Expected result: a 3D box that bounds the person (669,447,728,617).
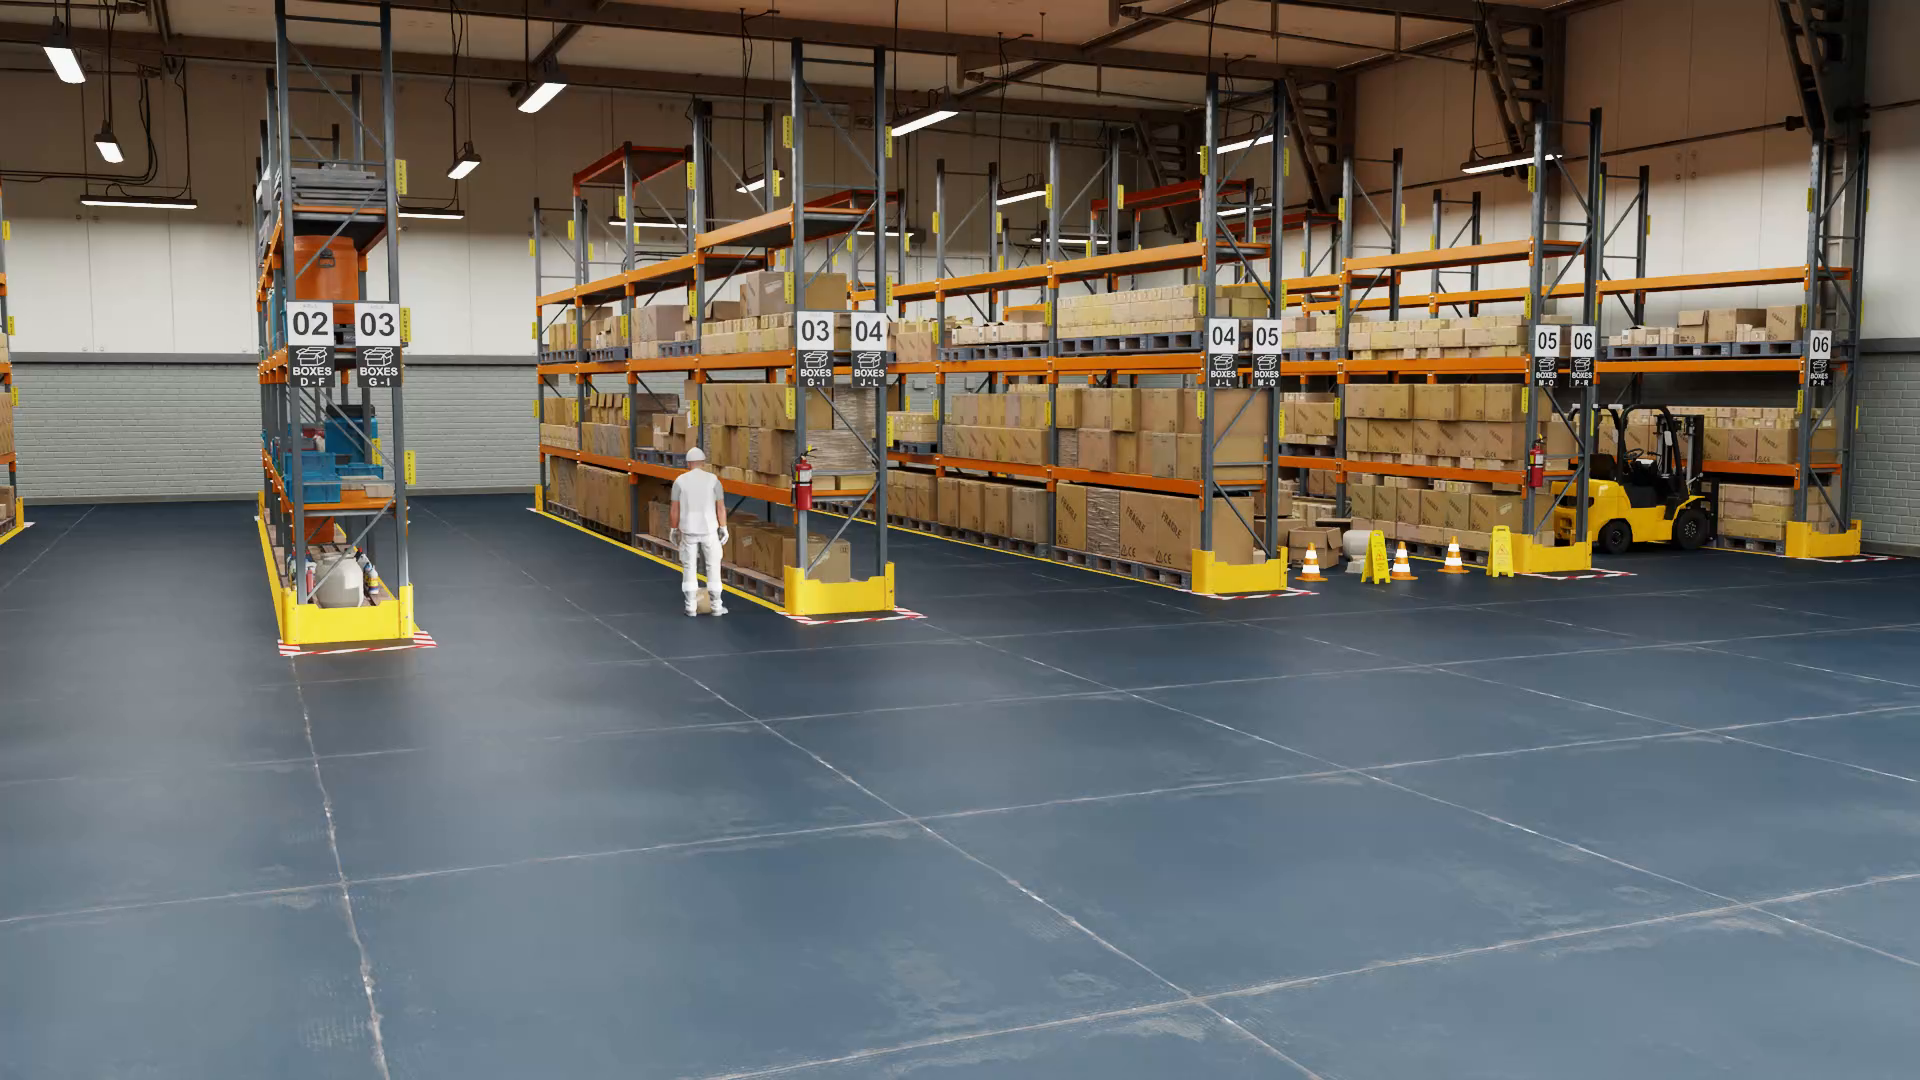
[{"bbox_3d":[-2.760,-0.088,17.575,0.616,1.778,0.453,-1,5,-6],"label":"person"}]
